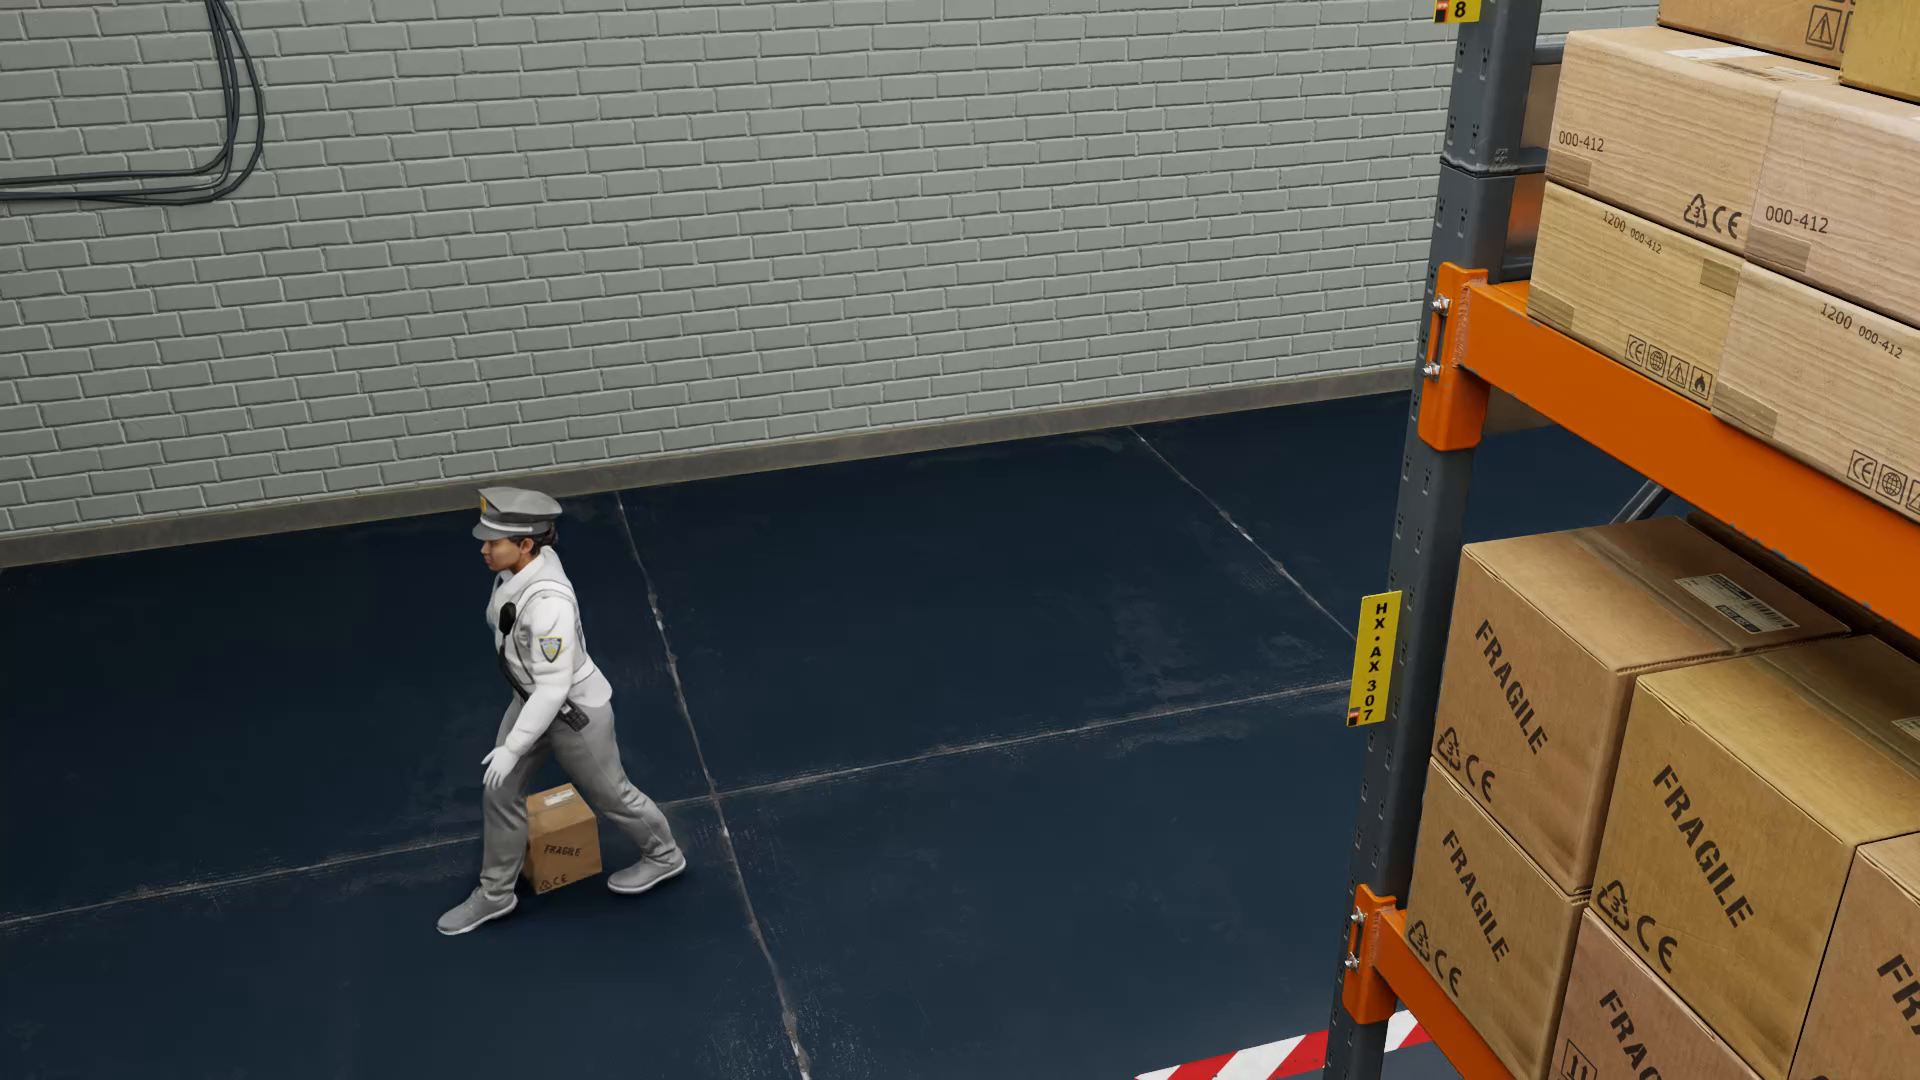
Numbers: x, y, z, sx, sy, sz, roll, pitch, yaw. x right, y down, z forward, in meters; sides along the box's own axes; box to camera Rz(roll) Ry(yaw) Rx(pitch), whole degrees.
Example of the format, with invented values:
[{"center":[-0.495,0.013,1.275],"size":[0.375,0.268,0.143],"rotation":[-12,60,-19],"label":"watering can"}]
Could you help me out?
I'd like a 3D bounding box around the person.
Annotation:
[{"center":[-1.361,0.579,5.475],"size":[0.859,1.670,0.563],"rotation":[-15,30,-28],"label":"person"}]
